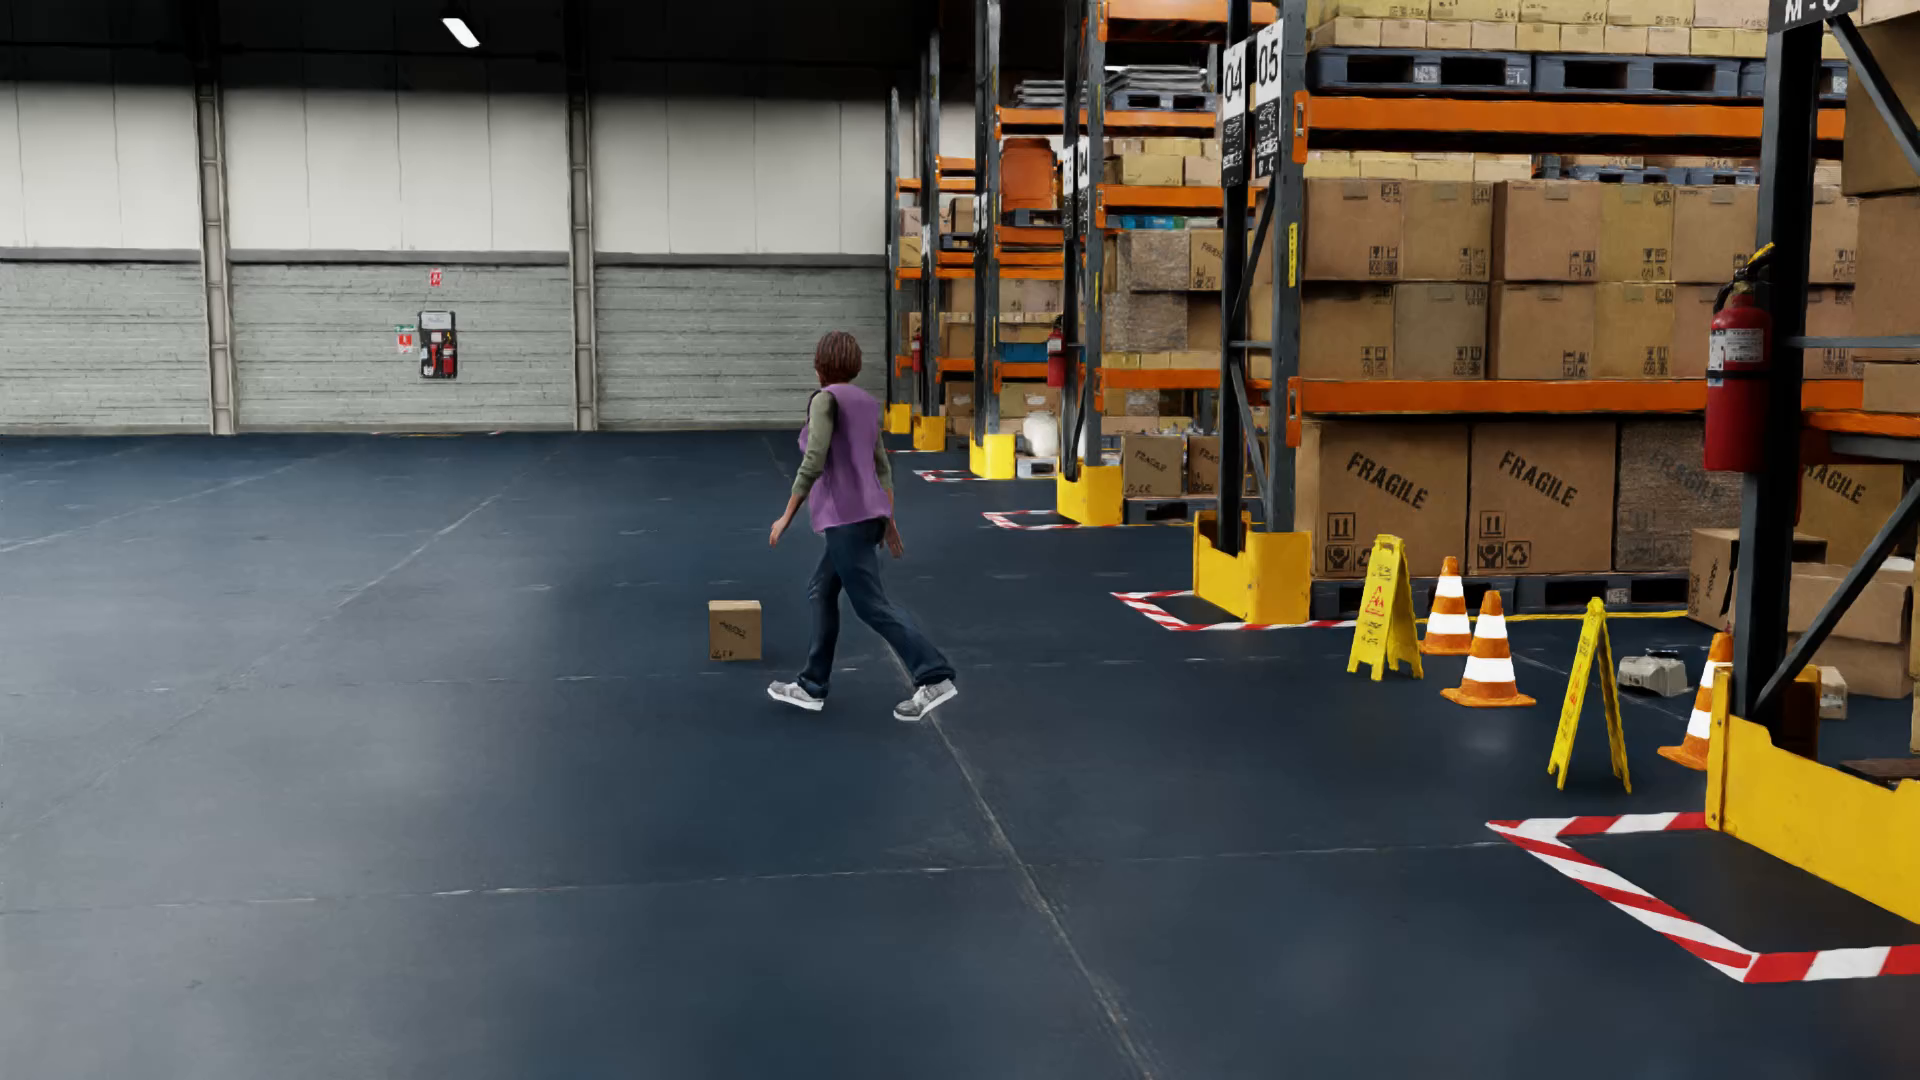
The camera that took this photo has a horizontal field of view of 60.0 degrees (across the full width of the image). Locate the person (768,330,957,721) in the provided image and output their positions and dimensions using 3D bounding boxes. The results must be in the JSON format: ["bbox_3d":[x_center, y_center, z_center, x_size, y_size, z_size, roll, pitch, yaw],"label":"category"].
[{"bbox_3d":[-0.398,-0.053,6.627,0.922,1.533,0.497,3,7,24],"label":"person"}]
